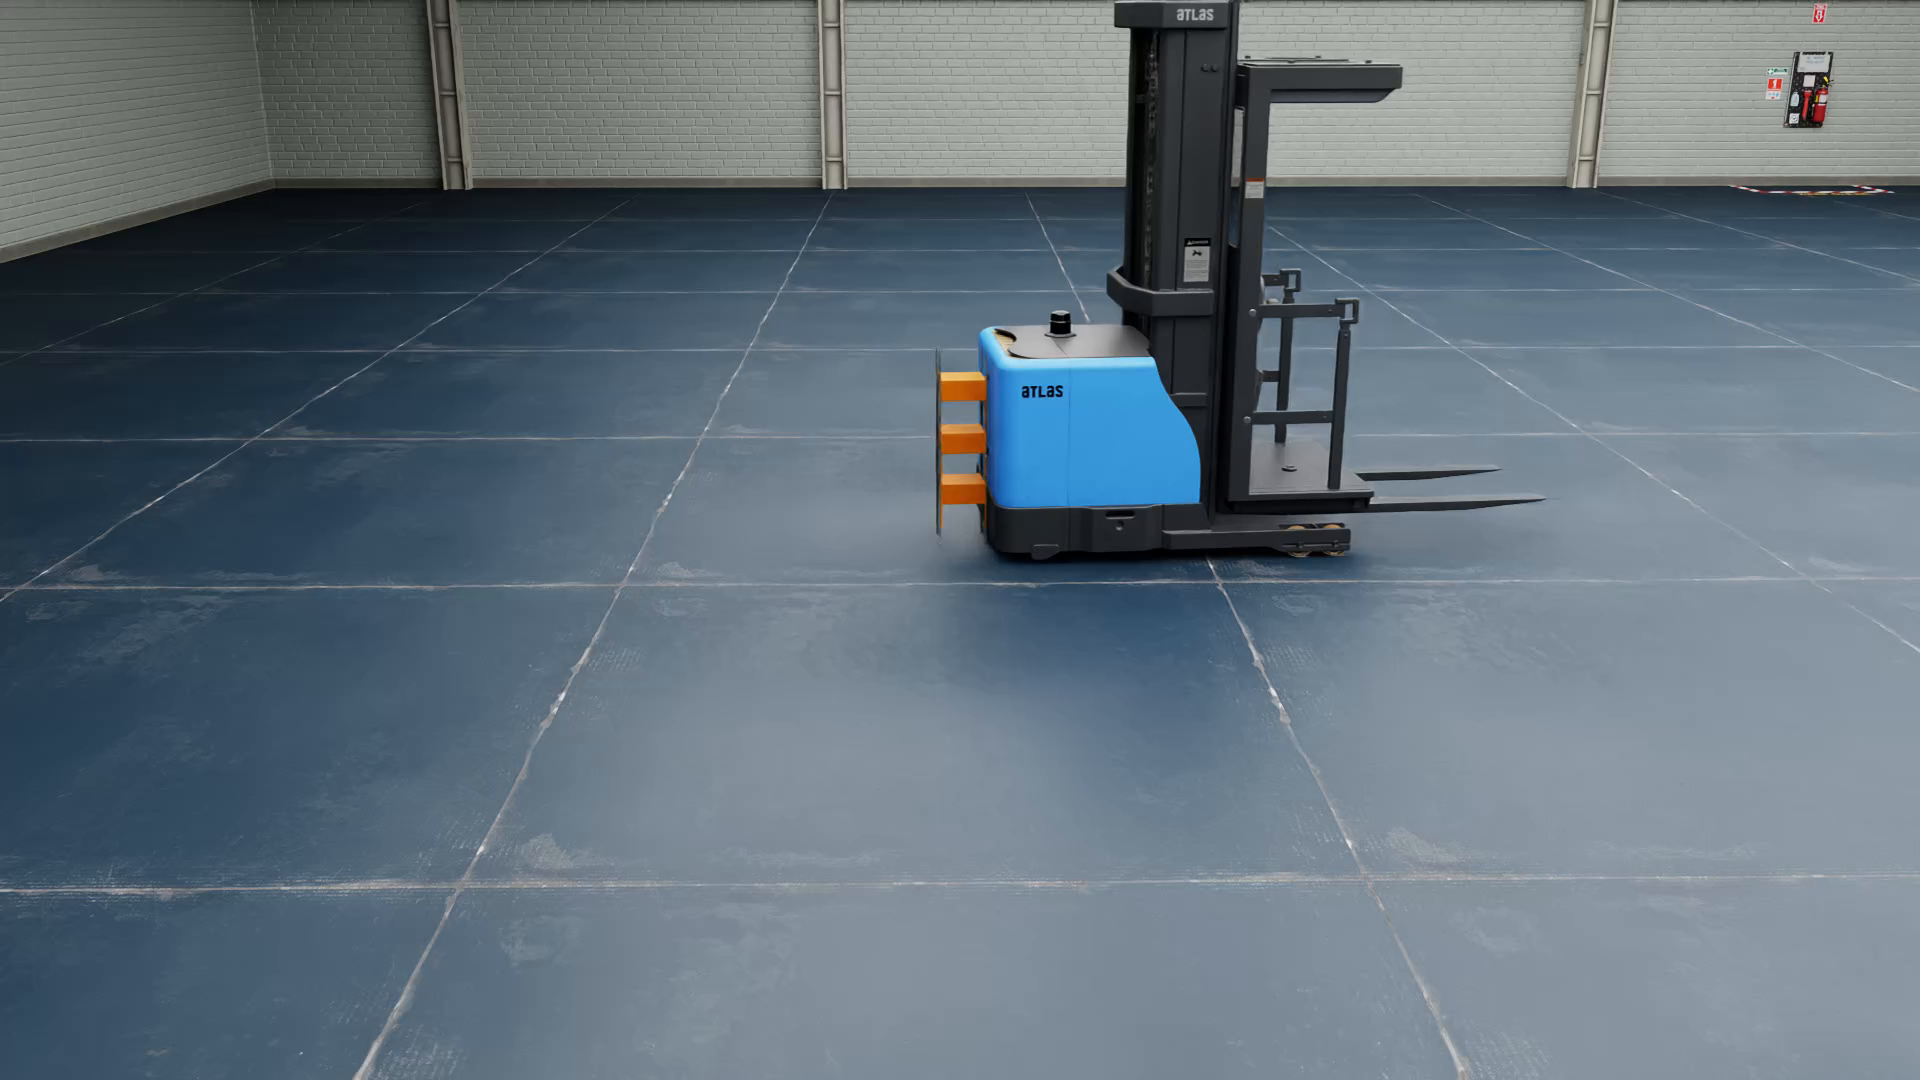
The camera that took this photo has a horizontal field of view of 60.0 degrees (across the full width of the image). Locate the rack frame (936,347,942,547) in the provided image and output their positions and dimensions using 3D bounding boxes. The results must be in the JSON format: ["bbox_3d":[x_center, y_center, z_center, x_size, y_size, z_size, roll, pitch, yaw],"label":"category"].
[{"bbox_3d":[-0.114,-0.492,8.862,0.008,1.050,0.200,-2,18,-6],"label":"rack frame"}]

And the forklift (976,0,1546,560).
[{"bbox_3d":[1.642,-1.462,8.806,3.031,2.935,1.130,-2,18,-6],"label":"forklift"}]

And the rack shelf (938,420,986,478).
[{"bbox_3d":[0.007,-0.486,8.879,0.240,0.259,0.215,-2,18,-6],"label":"rack shelf"}]

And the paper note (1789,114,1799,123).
[{"bbox_3d":[13.352,-6.748,26.613,0.142,0.148,0.016,0,18,-1],"label":"paper note"}]

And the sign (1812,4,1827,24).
[{"bbox_3d":[13.521,-8.281,26.156,0.199,0.298,0.001,0,18,-1],"label":"sign"}]

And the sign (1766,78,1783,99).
[{"bbox_3d":[12.976,-7.193,26.500,0.234,0.329,0.001,0,18,-1],"label":"sign"}]

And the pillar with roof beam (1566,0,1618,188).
[{"bbox_3d":[10.071,-8.660,21.311,0.400,9.000,9.100,0,18,-1],"label":"pillar with roof beam"}]

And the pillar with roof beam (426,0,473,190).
[{"bbox_3d":[-7.927,-8.573,21.041,0.400,9.000,9.100,0,18,-1],"label":"pillar with roof beam"}]

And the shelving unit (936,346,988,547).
[{"bbox_3d":[0.007,-0.496,8.875,0.252,1.050,0.215,-2,18,-6],"label":"shelving unit"}]

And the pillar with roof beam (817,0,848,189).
[{"bbox_3d":[-1.928,-8.602,21.131,0.400,9.000,9.100,0,18,-1],"label":"pillar with roof beam"}]

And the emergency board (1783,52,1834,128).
[{"bbox_3d":[13.531,-7.147,26.416,0.643,1.169,0.194,0,18,-1],"label":"emergency board"}]

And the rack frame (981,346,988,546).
[{"bbox_3d":[0.128,-0.500,8.889,0.008,1.050,0.200,-2,18,-6],"label":"rack frame"}]

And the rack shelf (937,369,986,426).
[{"bbox_3d":[0.007,-0.756,8.792,0.240,0.259,0.215,-2,18,-6],"label":"rack shelf"}]

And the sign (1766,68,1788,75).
[{"bbox_3d":[12.981,-7.442,26.411,0.331,0.109,0.001,0,18,-1],"label":"sign"}]

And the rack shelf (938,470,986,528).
[{"bbox_3d":[0.007,-0.221,8.964,0.240,0.259,0.215,-2,18,-6],"label":"rack shelf"}]
